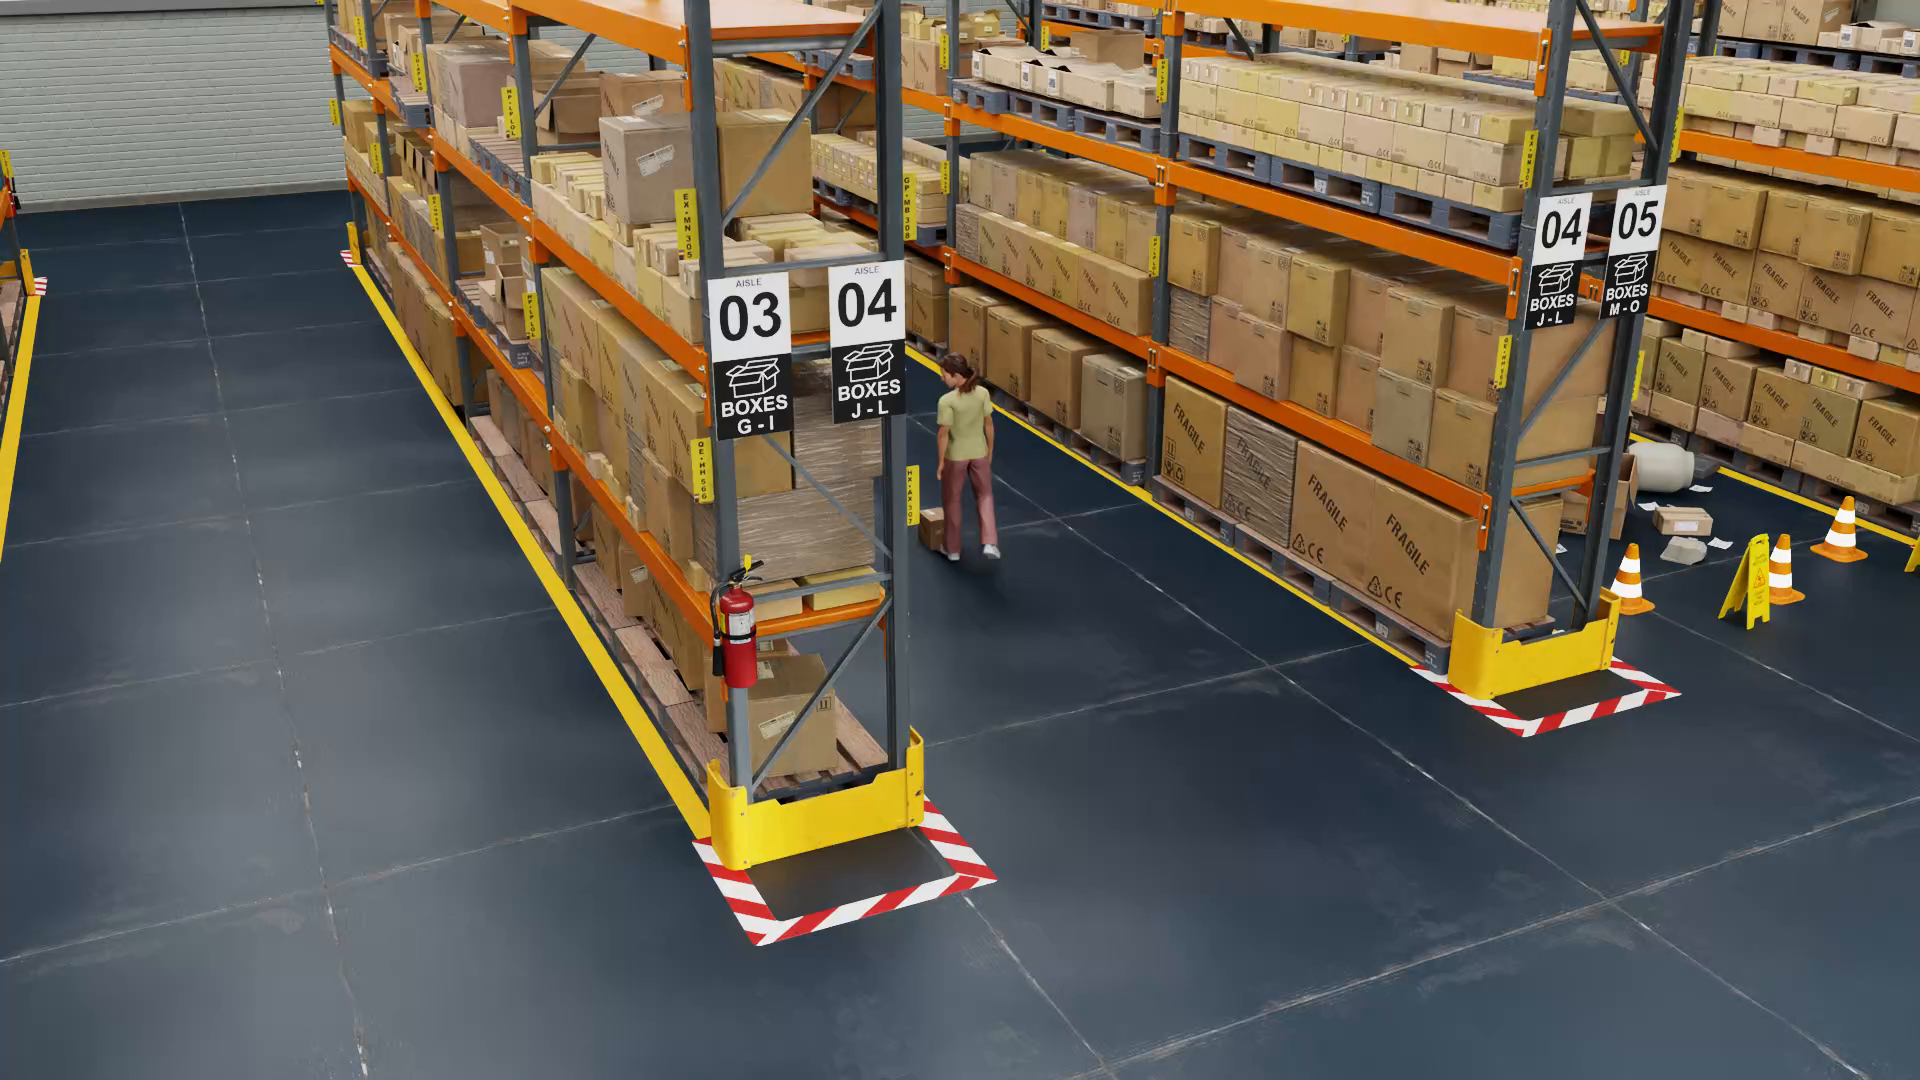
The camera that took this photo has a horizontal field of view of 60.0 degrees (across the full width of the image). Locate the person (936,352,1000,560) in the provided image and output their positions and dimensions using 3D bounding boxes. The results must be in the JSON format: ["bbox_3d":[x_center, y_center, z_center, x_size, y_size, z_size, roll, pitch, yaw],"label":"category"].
[{"bbox_3d":[0.036,-0.602,12.438,0.490,1.672,0.690,-7,23,-17],"label":"person"}]
